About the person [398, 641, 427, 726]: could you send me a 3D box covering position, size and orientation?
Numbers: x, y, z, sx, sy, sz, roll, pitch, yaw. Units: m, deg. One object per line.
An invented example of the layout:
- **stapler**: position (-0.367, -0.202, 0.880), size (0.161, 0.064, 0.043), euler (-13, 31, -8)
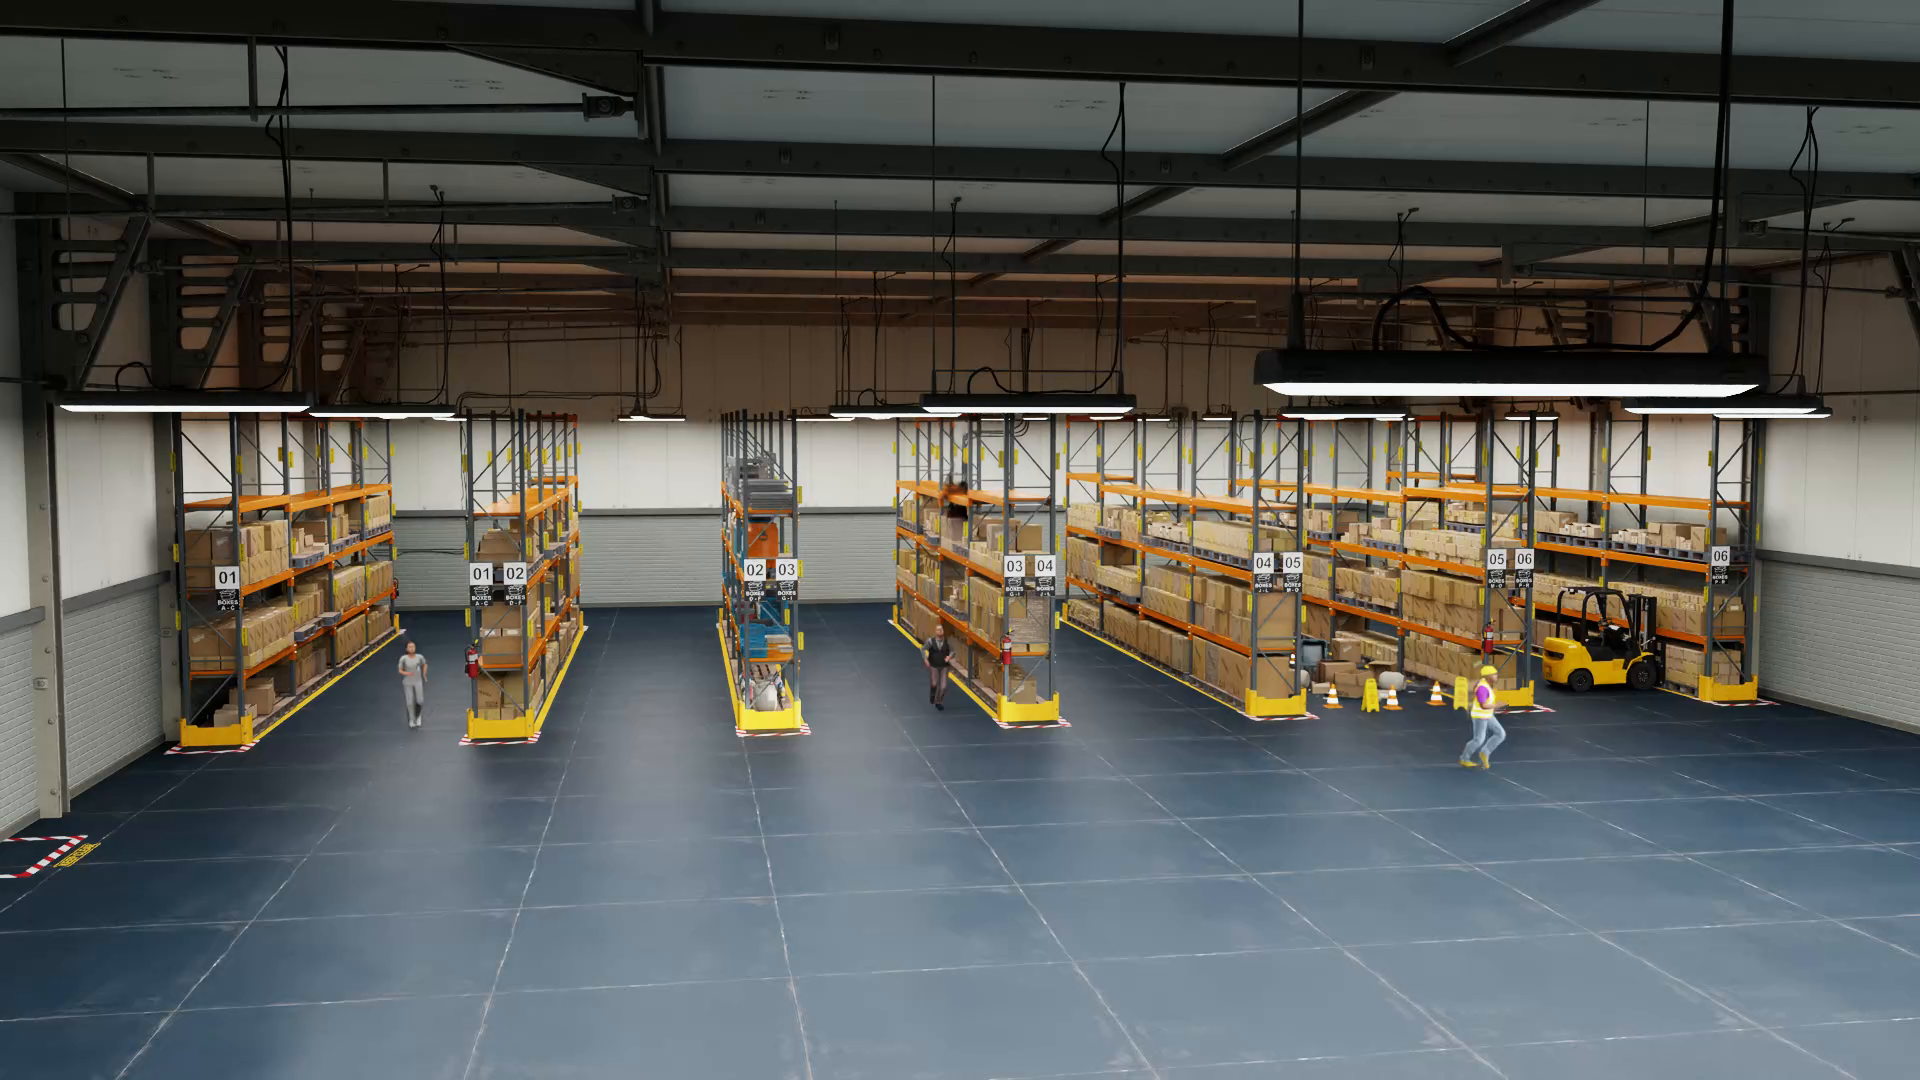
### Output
- **person**: position (-10.267, 2.712, 31.246), size (0.542, 1.628, 0.631), euler (-2, 4, -24)

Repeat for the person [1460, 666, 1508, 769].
- **person**: position (8.657, 2.924, 27.446), size (0.789, 1.727, 0.736), euler (3, 5, 32)

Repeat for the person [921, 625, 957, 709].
- **person**: position (-0.415, 2.555, 33.305), size (0.715, 1.682, 0.522), euler (0, 4, -6)
